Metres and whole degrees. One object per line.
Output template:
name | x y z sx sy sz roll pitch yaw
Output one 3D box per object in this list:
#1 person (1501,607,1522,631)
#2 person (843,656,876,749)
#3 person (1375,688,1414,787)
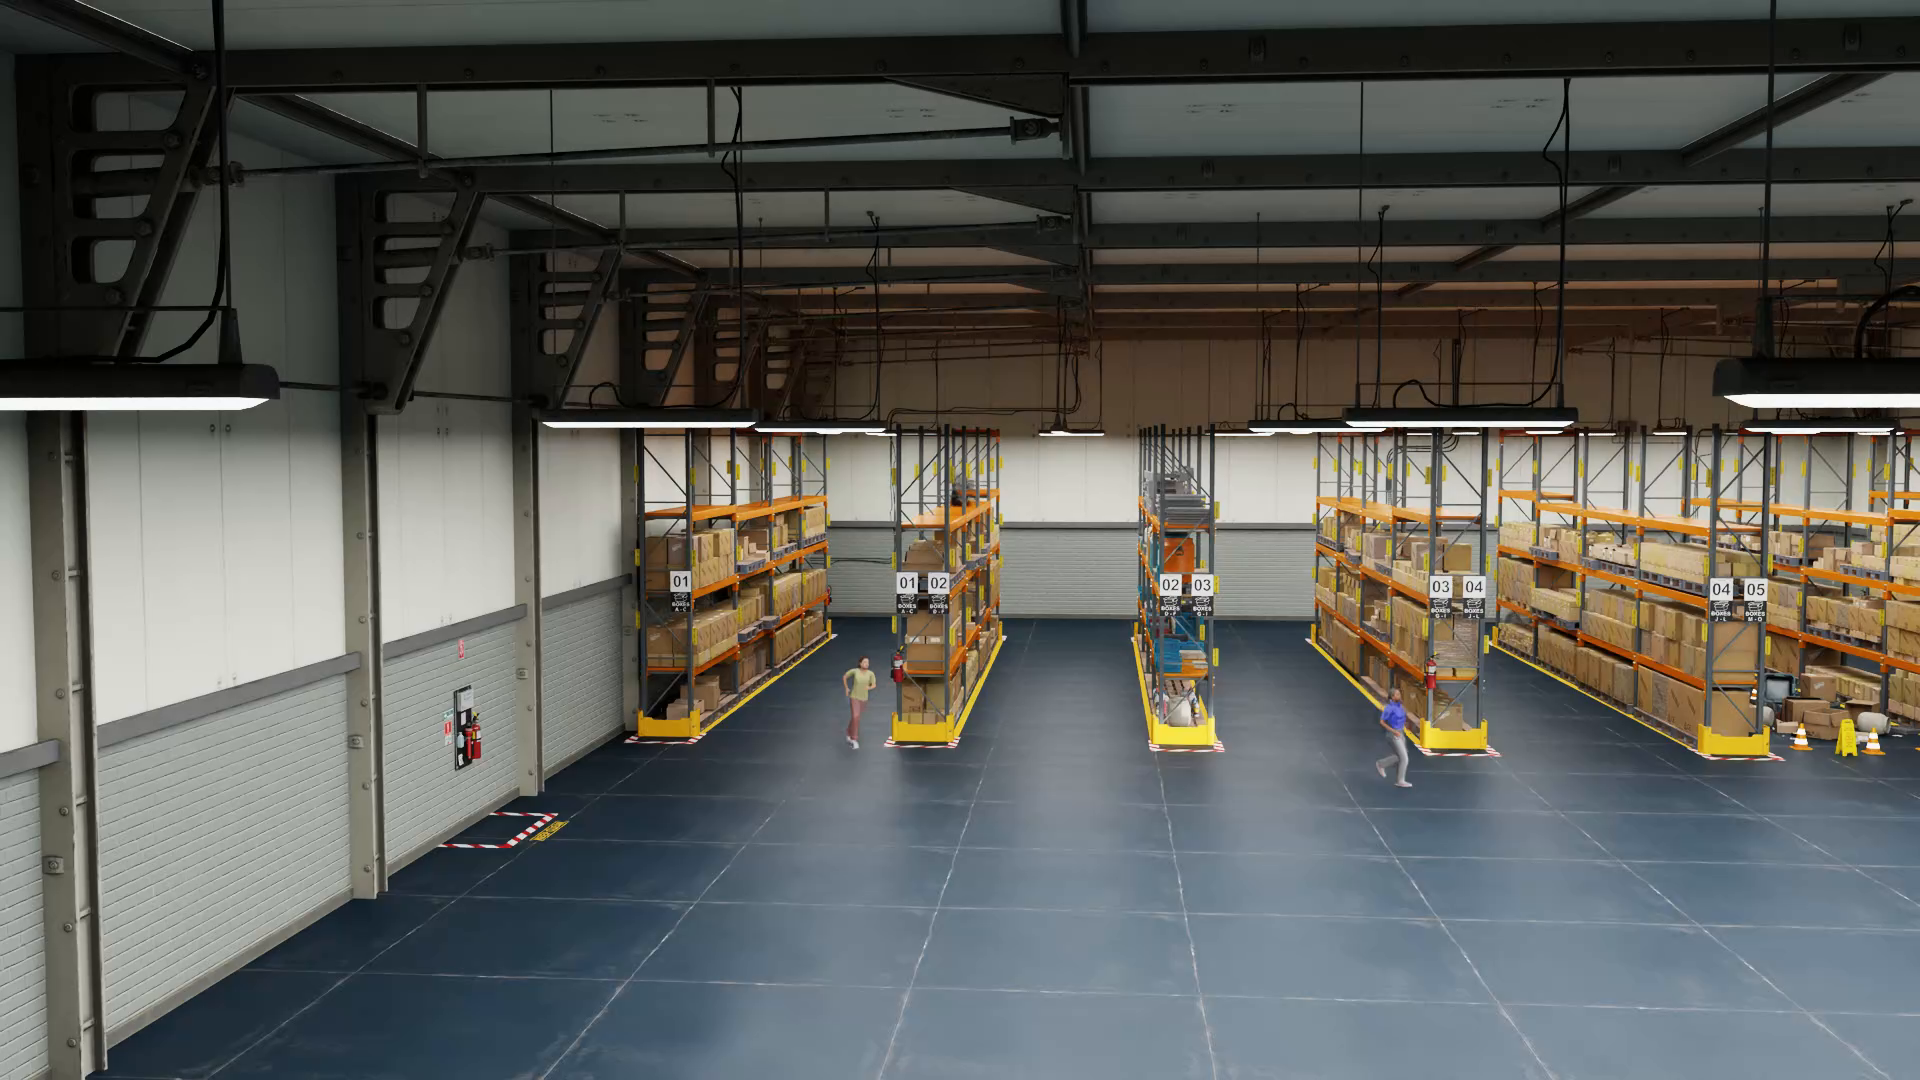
person | 15.766 2.062 47.328 1.022 1.592 0.490 0 3 0
person | -1.853 2.998 31.103 0.576 1.680 0.867 -2 4 -24
person | 7.145 3.250 27.440 0.700 1.597 0.581 3 4 39
